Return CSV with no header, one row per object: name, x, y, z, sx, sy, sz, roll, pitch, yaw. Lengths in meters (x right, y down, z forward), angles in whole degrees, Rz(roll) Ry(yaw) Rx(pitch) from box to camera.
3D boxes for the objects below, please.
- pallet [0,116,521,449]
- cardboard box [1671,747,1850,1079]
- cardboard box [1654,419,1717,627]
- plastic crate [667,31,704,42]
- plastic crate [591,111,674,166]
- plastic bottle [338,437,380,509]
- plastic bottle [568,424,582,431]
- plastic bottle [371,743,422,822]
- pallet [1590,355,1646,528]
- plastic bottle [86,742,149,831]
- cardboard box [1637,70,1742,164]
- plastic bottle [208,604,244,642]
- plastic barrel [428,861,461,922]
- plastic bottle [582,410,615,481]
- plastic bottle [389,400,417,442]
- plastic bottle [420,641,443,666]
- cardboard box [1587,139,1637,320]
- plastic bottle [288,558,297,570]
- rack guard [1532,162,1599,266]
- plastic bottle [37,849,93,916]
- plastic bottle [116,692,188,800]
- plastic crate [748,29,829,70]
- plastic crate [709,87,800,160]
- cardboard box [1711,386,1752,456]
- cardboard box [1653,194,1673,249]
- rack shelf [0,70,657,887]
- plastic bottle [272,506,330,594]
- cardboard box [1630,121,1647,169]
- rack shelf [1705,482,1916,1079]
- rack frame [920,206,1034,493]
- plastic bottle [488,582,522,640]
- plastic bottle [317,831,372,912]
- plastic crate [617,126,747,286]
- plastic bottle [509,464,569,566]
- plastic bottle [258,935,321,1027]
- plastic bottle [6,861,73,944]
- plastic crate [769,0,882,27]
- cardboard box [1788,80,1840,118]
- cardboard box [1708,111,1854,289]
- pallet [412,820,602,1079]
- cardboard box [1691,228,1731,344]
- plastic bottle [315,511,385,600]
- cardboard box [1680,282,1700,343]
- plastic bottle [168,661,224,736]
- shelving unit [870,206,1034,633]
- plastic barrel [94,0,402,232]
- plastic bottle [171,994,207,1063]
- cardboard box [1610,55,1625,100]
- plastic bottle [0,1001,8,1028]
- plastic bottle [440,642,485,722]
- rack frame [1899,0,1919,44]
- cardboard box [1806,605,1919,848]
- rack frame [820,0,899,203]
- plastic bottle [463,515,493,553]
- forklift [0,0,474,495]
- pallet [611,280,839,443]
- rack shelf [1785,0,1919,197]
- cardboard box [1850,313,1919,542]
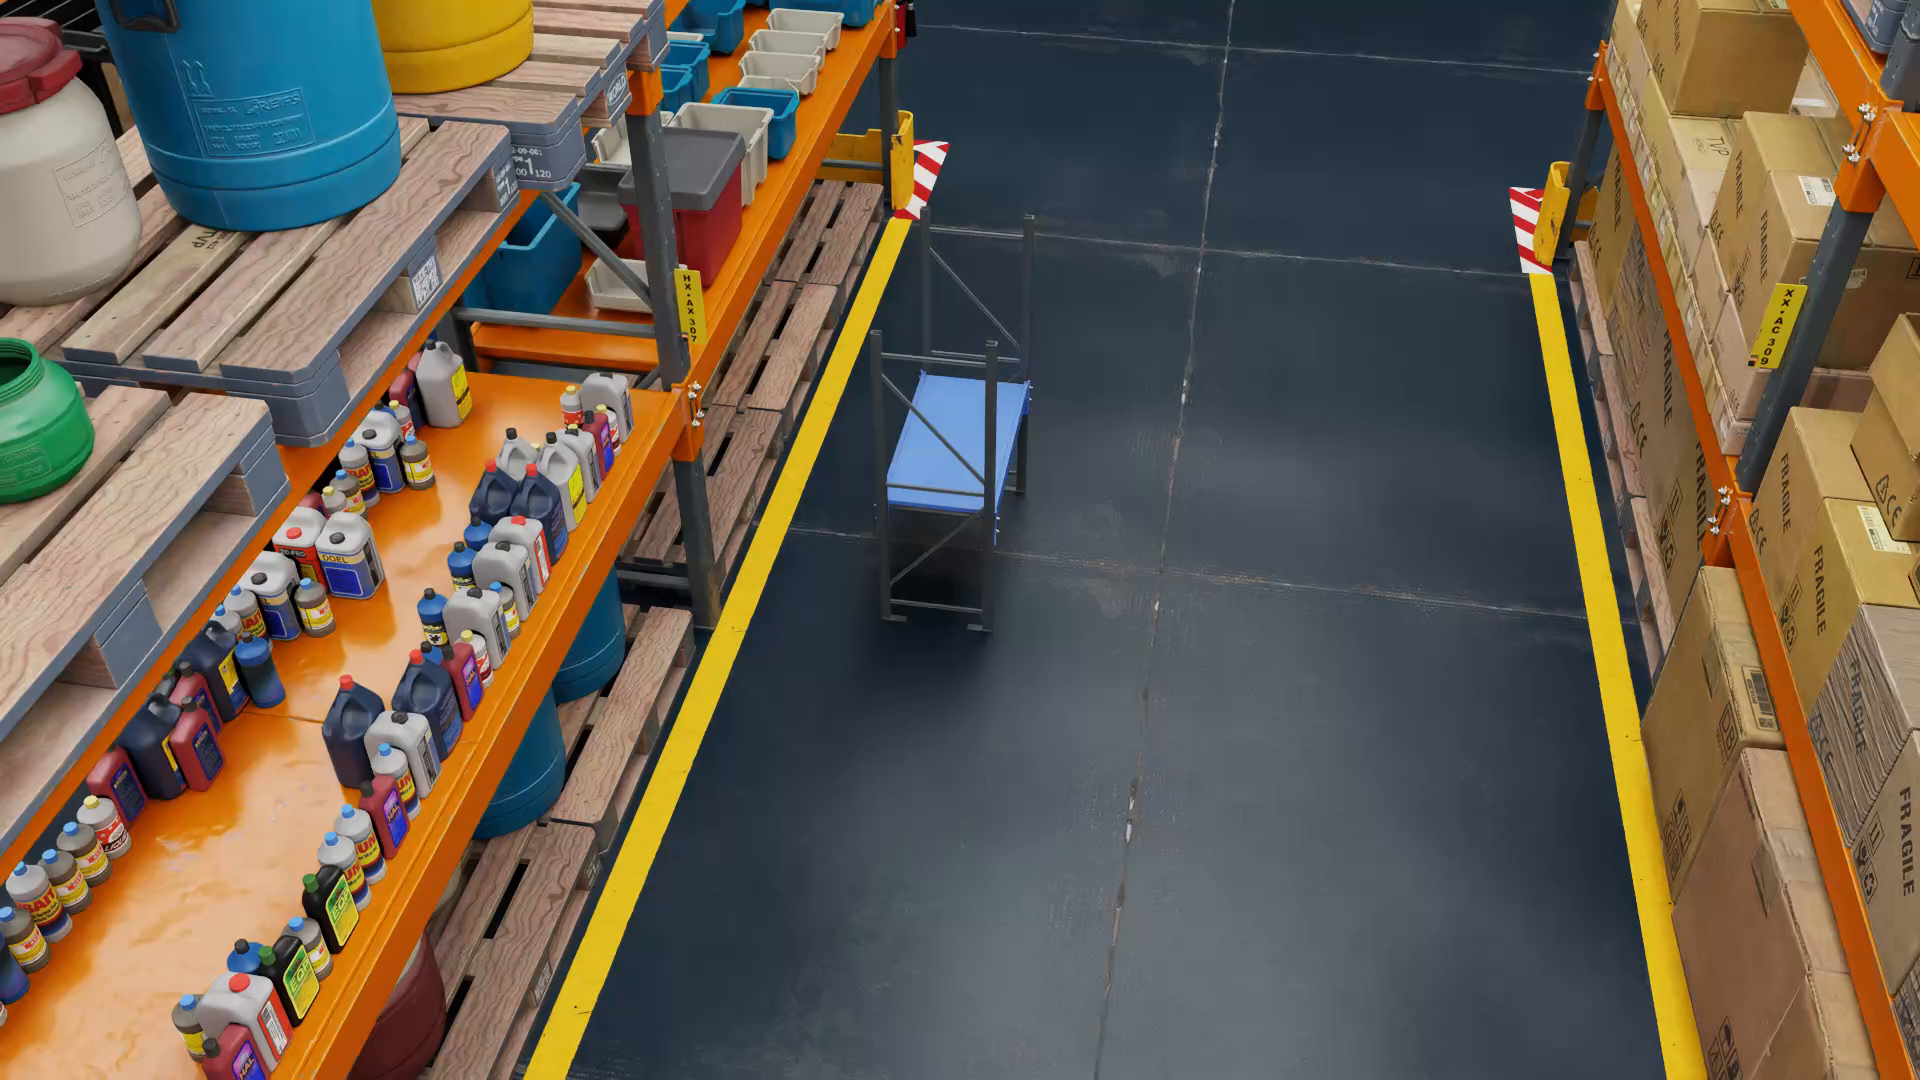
pallet,-1.801,-0.712,4.148,1.003,0.211,1.213,6,40,8
cardboard box,3.065,1.325,5.228,1.225,0.875,0.875,5,40,6
cardboard box,3.503,-0.045,6.886,0.875,0.875,0.875,6,40,8
plastic crate,-1.498,-2.538,8.723,0.250,0.136,0.298,6,40,8
plastic crate,-1.563,-1.891,7.939,0.293,0.136,0.466,6,40,8
plastic bottle,-2.134,-0.246,5.891,0.097,0.271,0.097,0,40,0
plastic bottle,-1.394,-0.331,6.049,0.097,0.201,0.097,0,40,0
plastic bottle,-1.620,0.686,4.764,0.097,0.271,0.097,0,40,0
pallet,3.727,-0.459,8.236,1.003,0.211,1.213,6,40,8
plastic bottle,-2.413,0.694,4.745,0.061,0.283,0.133,6,40,8
cardboard box,3.479,-1.951,7.737,0.500,0.250,0.500,5,40,6
plastic bottle,-2.288,0.312,5.216,0.097,0.271,0.097,0,40,0
plastic barrel,-1.988,1.082,5.807,0.421,0.512,0.421,0,40,0
plastic bottle,-1.313,-0.365,6.026,0.061,0.283,0.133,6,40,8
plastic bottle,-2.077,-0.425,6.163,0.097,0.201,0.097,0,40,0
plastic bottle,-1.608,0.418,5.088,0.097,0.271,0.097,0,40,0
cardboard box,3.970,-1.740,8.935,0.875,0.875,0.875,6,40,8
plastic bottle,-2.231,0.133,5.488,0.097,0.201,0.097,0,40,0
rack guard,4.006,-1.859,9.703,1.175,0.500,0.348,6,40,8
plastic bottle,-2.449,0.922,4.533,0.097,0.201,0.097,0,40,0
plastic bottle,-2.344,0.573,4.839,0.144,0.351,0.185,6,40,8
plastic crate,-0.903,-2.563,8.753,0.396,0.136,0.243,6,40,8
plastic crate,-0.979,-1.995,7.990,0.416,0.233,0.300,6,40,8
cardboard box,3.040,-0.428,6.207,0.380,0.149,0.250,7,40,8
cardboard box,3.307,-1.394,7.376,0.380,0.149,0.250,7,40,8
rack shelf,-1.914,-0.467,4.268,1.077,0.370,4.000,6,40,8
plastic bottle,-2.184,0.034,5.549,0.152,0.276,0.135,6,40,8
cardboard box,3.440,-1.879,7.963,0.380,0.149,0.250,6,40,7
rack shelf,2.964,1.235,4.563,1.077,0.370,4.000,6,40,8
rack frame,0.073,-0.844,7.690,0.500,1.500,0.032,6,40,8
plastic bottle,-1.485,0.222,5.380,0.097,0.201,0.097,0,40,0
plastic bottle,-1.677,0.892,4.515,0.097,0.271,0.097,0,40,0
plastic crate,-1.167,-1.424,7.117,0.402,0.464,0.583,6,40,8
plastic bottle,-1.437,-0.095,5.647,0.144,0.351,0.185,6,40,8
plastic bottle,-1.719,1.107,4.246,0.061,0.283,0.133,6,40,8
plastic bottle,-2.466,0.956,4.437,0.097,0.271,0.097,0,40,0
plastic crate,-0.750,-3.160,9.239,0.616,0.435,0.499,6,40,8
cardboard box,4.003,-1.893,7.667,0.500,0.250,0.500,5,40,6
cardboard box,3.217,-1.275,6.330,0.500,0.500,0.500,7,40,8
pallet,-1.952,1.479,5.892,1.003,0.211,1.213,6,40,8
cardboard box,3.215,-0.985,6.568,0.500,0.250,0.500,8,40,9
plastic bottle,-2.034,0.051,5.528,0.152,0.276,0.135,6,40,8
cardboard box,3.173,-0.912,6.793,0.380,0.149,0.250,7,40,9
plastic bottle,-2.298,0.501,4.979,0.061,0.283,0.133,6,40,8
shelving unit,-0.015,-0.524,7.304,0.538,1.500,1.048,6,40,8
plastic barrel,-1.713,-1.266,3.947,0.600,0.901,0.708,6,40,8
plastic bottle,-1.913,1.215,4.179,0.097,0.201,0.097,0,40,0
cardboard box,3.573,-2.363,8.548,0.380,0.149,0.250,6,40,7
plastic bottle,-2.516,1.167,4.238,0.097,0.201,0.097,0,40,0
plastic bottle,-1.527,0.411,5.088,0.061,0.283,0.133,6,40,8
rack frame,3.310,-2.609,3.940,1.000,3.000,0.127,6,40,8
cardboard box,2.811,0.555,4.743,0.500,0.500,0.500,6,40,7
rack frame,-0.876,-3.354,9.549,1.000,3.000,0.127,6,40,8
plastic bottle,-1.595,0.033,5.554,0.097,0.271,0.097,0,40,0
forklift,-3.405,-1.437,7.285,1.130,2.935,3.031,11,41,13
pallet,-1.271,-1.002,8.893,1.003,0.211,1.213,6,40,8
rack shelf,3.656,-2.431,6.644,1.077,0.370,4.000,6,40,8
cardboard box,3.207,-0.320,5.015,0.797,0.503,0.637,5,40,7
